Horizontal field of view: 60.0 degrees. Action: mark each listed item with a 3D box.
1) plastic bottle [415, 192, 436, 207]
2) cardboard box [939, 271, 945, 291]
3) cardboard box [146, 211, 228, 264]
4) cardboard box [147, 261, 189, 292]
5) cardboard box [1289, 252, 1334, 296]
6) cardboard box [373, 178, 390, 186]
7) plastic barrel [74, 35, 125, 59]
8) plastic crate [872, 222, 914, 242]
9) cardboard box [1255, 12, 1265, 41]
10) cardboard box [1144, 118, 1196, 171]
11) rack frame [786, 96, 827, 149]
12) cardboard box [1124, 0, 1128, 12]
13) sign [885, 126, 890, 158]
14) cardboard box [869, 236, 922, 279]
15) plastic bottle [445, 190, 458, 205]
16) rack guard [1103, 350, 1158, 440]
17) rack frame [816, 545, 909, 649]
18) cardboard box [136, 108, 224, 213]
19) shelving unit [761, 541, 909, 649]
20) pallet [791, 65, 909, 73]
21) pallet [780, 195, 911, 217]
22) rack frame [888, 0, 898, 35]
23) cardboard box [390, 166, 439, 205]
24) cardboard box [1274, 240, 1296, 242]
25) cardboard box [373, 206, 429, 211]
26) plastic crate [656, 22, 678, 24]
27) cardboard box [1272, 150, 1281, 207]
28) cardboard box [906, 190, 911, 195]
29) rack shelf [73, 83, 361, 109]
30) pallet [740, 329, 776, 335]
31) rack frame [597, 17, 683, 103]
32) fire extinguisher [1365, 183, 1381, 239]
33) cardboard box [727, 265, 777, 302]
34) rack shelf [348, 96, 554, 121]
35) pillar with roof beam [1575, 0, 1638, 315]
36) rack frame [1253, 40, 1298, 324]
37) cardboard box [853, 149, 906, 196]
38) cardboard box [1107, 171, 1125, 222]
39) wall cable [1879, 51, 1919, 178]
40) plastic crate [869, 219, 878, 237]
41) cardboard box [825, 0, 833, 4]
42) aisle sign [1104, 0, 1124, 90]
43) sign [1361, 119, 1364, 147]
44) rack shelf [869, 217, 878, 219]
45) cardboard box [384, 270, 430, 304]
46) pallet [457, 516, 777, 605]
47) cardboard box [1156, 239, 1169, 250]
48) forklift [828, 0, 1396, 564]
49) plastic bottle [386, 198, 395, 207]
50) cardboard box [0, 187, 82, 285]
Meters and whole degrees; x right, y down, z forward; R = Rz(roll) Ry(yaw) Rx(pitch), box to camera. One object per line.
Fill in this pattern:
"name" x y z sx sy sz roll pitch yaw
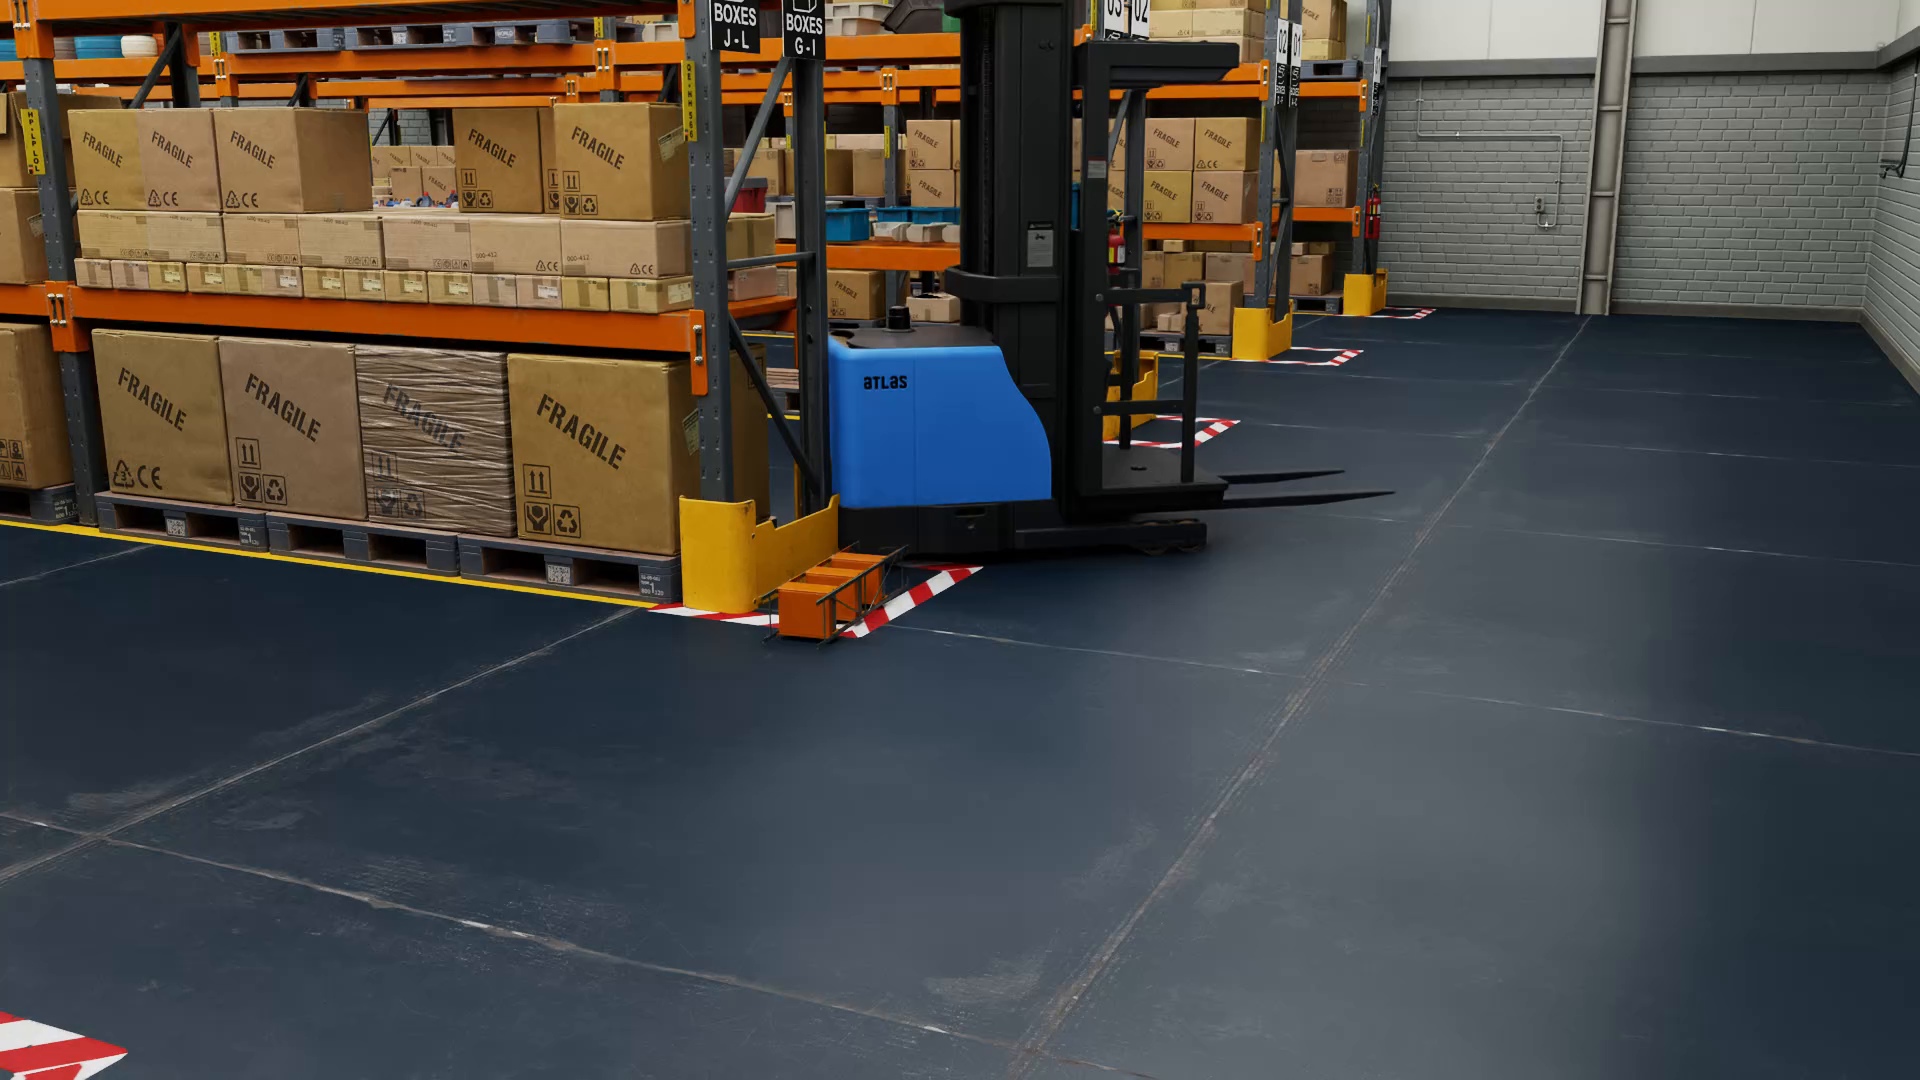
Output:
"plastic bottle" -4.528 -2.766 14.085 0.185 0.351 0.144 6 14 23
"cardboard box" 0.097 -2.710 18.245 0.500 0.500 0.500 6 14 23
"cardboard box" -3.778 -1.564 8.529 0.500 0.250 0.500 6 14 23
"cardboard box" -3.937 -1.369 8.574 0.250 0.149 0.380 6 15 25
"cardboard box" 4.441 -3.402 21.240 0.500 0.500 0.700 6 14 23
"cardboard box" -9.190 -5.676 26.664 0.500 0.250 0.500 5 14 22
"plastic barrel" -8.114 -4.993 15.805 0.708 0.901 0.600 6 14 23
"plastic crate" -0.512 -2.314 12.496 0.250 0.136 0.298 6 14 23
"cardboard box" 2.754 -5.068 16.456 0.500 0.250 0.500 6 14 23
"cardboard box" 2.138 -3.901 16.408 0.500 0.500 0.500 6 15 25
"rack frame" -2.193 -5.111 23.970 0.127 3.000 1.000 6 14 23
"cardboard box" 1.719 -5.463 16.498 0.500 0.500 0.700 6 14 23
"sign" -0.760 -4.153 17.354 0.005 0.325 0.100 6 14 23
"cardboard box" -0.775 -4.091 23.409 0.750 0.750 0.750 6 14 23
"plastic bottle" -4.489 -2.940 14.827 0.185 0.351 0.144 6 14 23
"rack guard" 1.136 -1.085 12.284 0.348 0.500 1.175 6 14 23
"rack frame" -0.410 0.233 7.226 0.008 0.200 1.050 4 14 18
"cardboard box" -3.773 -1.929 8.445 0.500 0.500 0.500 6 14 23
"shelving unit" -0.526 0.224 7.264 0.252 0.215 1.050 4 14 18
"pallet" -1.106 -5.150 17.980 1.003 0.211 1.213 6 14 23
"pallet" -1.225 -3.709 18.416 1.213 0.211 1.003 6 14 23
"rack frame" -0.539 -6.626 17.296 0.127 3.000 1.000 6 14 23
"cardboard box" -6.676 -4.371 20.600 0.500 0.500 0.500 7 15 27
"cardboard box" 4.173 -3.795 21.493 0.250 0.149 0.380 6 14 23
"cardboard box" -3.104 -1.628 8.805 0.500 0.250 0.500 6 15 24
"plastic crate" -2.039 -4.053 13.357 0.662 0.188 0.450 6 14 23
"cardboard box" 3.982 -4.627 21.250 0.700 0.700 0.980 6 14 23
"cardboard box" -0.579 -4.780 23.065 0.250 0.149 0.380 6 14 24
"rack shelf" -9.682 -5.741 21.664 4.000 0.370 1.077 6 14 23
"pallet" -2.417 -2.528 19.067 1.213 0.211 1.003 6 14 23
"rack frame" -2.548 -2.672 13.574 0.127 3.000 1.000 6 14 23
"fire extinguisher" 5.073 -4.041 20.396 0.183 0.674 0.296 6 14 23
"cardboard box" -1.088 -1.246 8.050 0.250 0.149 0.380 6 14 24
"rack shelf" -7.679 -6.776 26.075 4.000 0.370 1.077 6 14 23
"pillar with roof beam" 6.197 -6.323 16.003 0.400 9.000 9.100 6 14 23
"rack frame" 3.119 -3.336 16.404 0.127 3.000 1.000 6 14 23
"cardboard box" -0.881 -4.049 18.308 0.500 0.500 0.700 1 13 4
"cardboard box" 1.669 -3.464 16.730 0.500 0.500 0.500 6 14 24
"wall cable" 10.148 -5.182 17.936 0.112 2.526 3.097 6 14 23
"plastic crate" -0.834 -2.474 13.178 0.466 0.136 0.293 6 14 23
"cardboard box" -1.590 -5.587 18.076 0.600 0.600 0.600 6 14 23
"aisle sign" 1.056 -3.499 11.410 0.004 0.787 0.394 6 14 23
"sign" 4.889 -4.938 20.178 0.005 0.325 0.100 6 14 23
"rack shelf" -2.367 -3.541 18.852 4.000 0.370 1.077 6 14 23
"cardboard box" -2.528 -1.227 7.967 0.250 0.149 0.380 6 14 23
"pallet" -1.660 0.033 8.152 1.213 0.211 1.003 6 14 23
"cardboard box" 2.778 -3.936 22.094 0.250 0.149 0.380 5 14 21
"forklift" 0.781 -1.465 8.580 3.031 2.935 1.130 -3 14 -13
"plastic bottle" -5.176 -2.977 15.157 0.097 0.271 0.097 0 13 0
"cardboard box" -5.093 -1.672 9.095 0.500 0.500 0.500 6 14 23
